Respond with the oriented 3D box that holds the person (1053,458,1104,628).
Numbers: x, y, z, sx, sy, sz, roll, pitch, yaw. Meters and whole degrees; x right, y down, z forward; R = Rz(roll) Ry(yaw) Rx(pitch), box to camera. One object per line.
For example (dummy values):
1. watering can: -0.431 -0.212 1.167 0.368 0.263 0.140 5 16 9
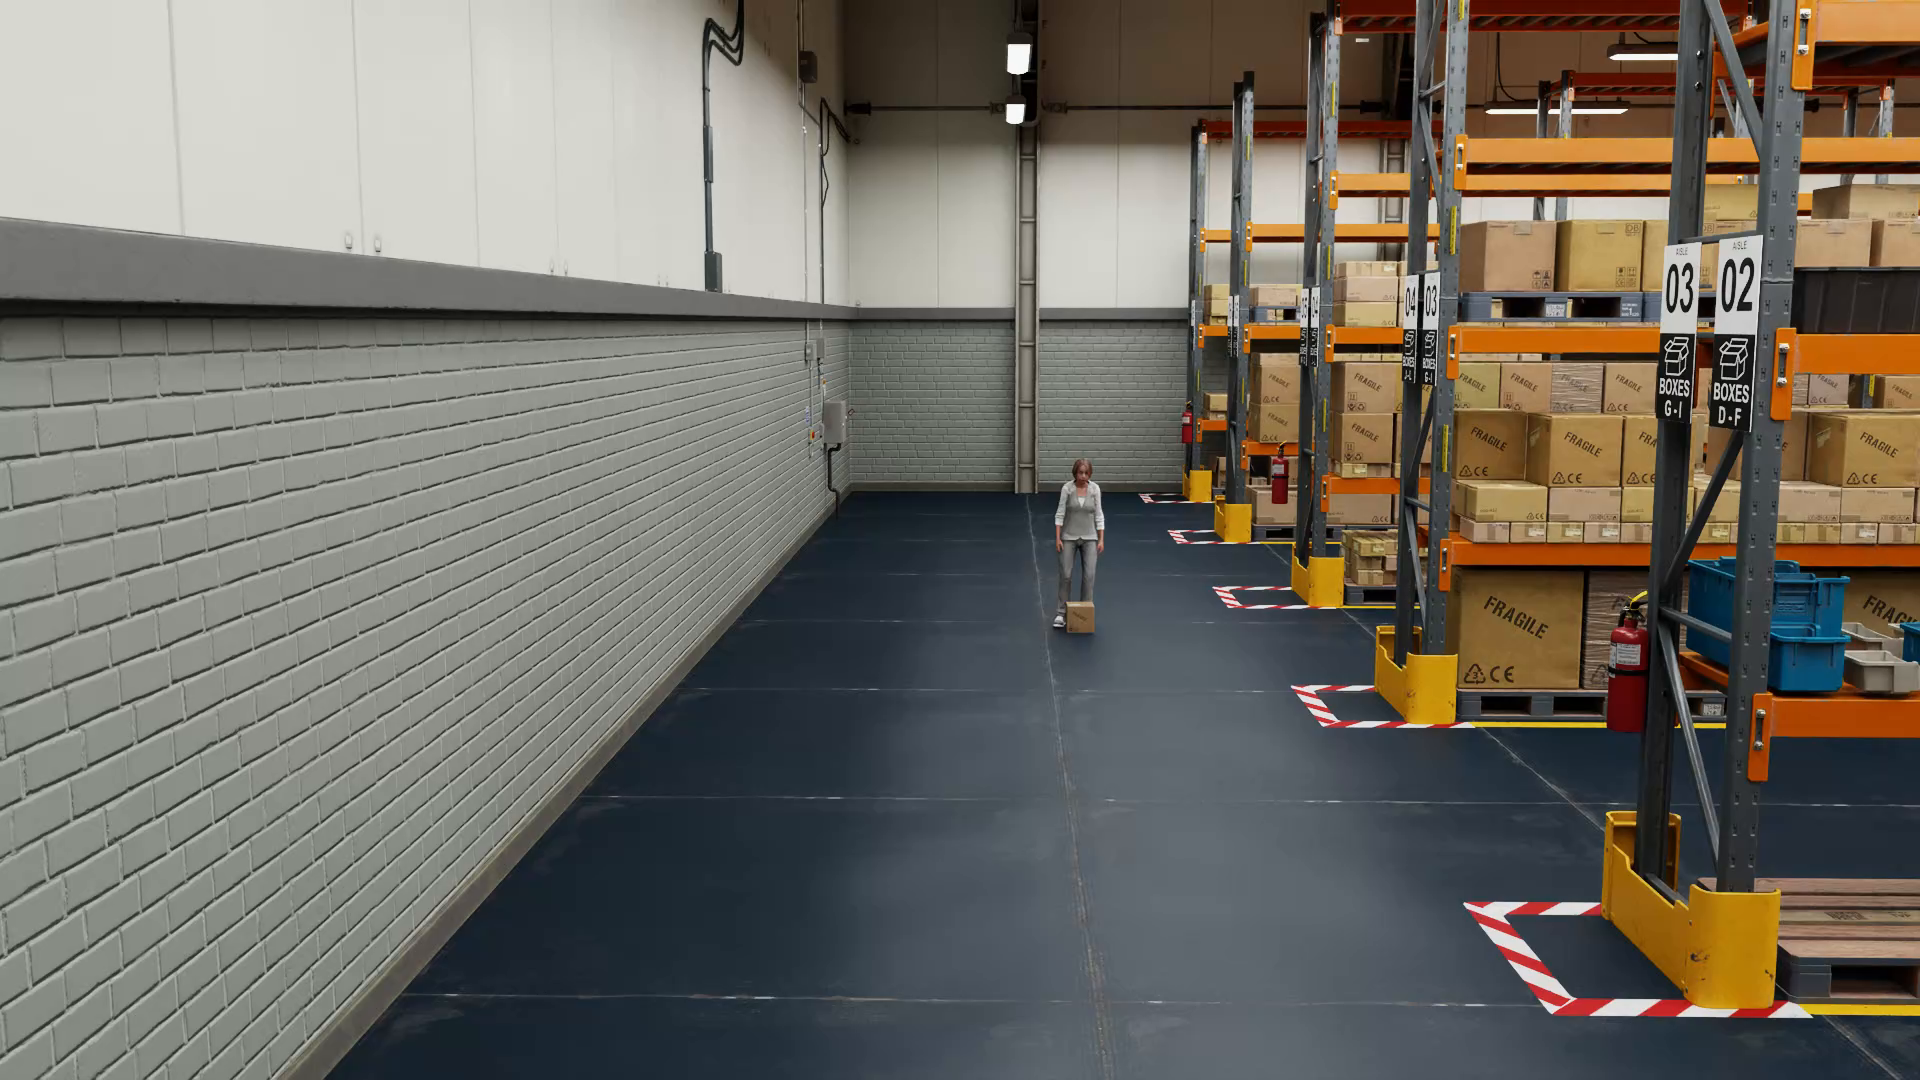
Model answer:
1. person: 1.119 0.024 15.635 0.485 1.594 0.371 0 7 -2
